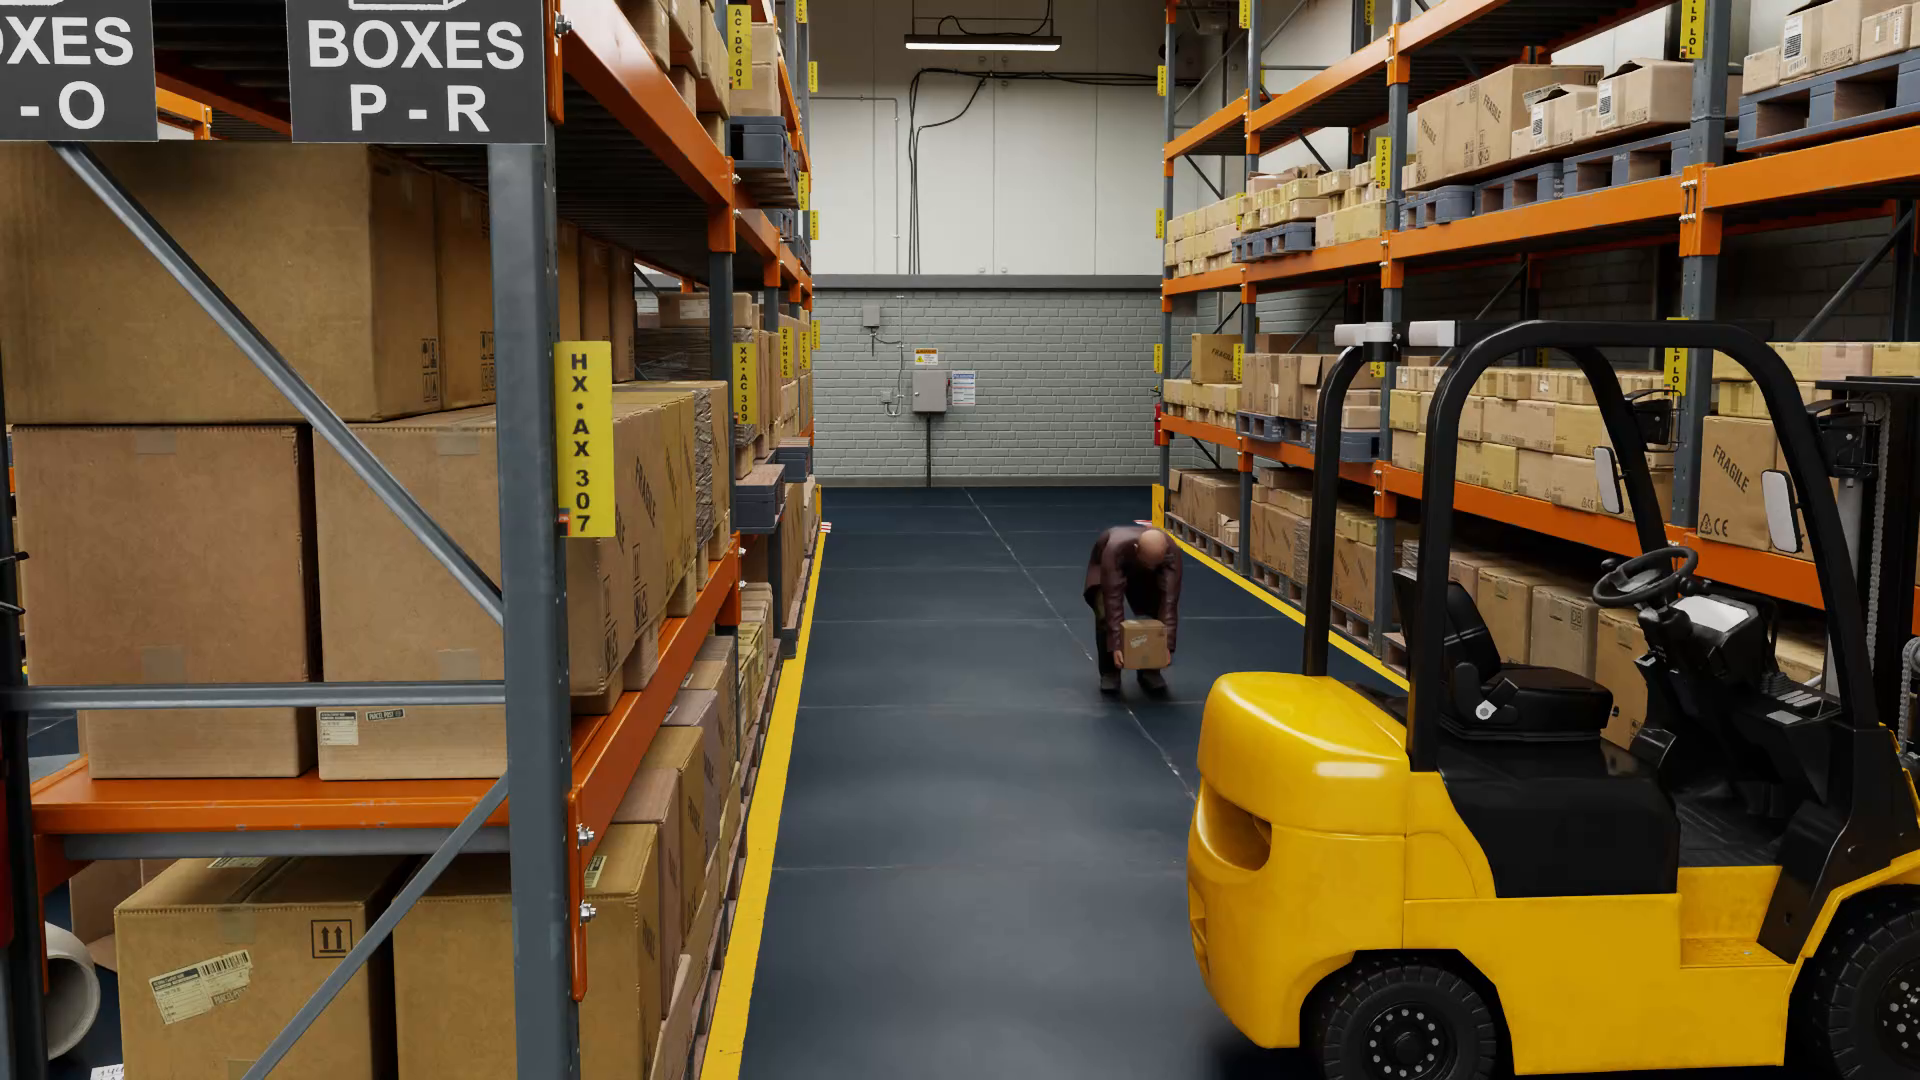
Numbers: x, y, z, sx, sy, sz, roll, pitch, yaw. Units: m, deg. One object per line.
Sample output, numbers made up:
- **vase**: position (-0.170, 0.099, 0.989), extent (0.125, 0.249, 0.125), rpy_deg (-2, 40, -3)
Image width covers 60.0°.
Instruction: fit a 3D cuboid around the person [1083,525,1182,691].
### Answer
- **person**: position (1.054, 0.407, 10.032), extent (0.591, 1.031, 0.939), rpy_deg (-1, 7, -6)
